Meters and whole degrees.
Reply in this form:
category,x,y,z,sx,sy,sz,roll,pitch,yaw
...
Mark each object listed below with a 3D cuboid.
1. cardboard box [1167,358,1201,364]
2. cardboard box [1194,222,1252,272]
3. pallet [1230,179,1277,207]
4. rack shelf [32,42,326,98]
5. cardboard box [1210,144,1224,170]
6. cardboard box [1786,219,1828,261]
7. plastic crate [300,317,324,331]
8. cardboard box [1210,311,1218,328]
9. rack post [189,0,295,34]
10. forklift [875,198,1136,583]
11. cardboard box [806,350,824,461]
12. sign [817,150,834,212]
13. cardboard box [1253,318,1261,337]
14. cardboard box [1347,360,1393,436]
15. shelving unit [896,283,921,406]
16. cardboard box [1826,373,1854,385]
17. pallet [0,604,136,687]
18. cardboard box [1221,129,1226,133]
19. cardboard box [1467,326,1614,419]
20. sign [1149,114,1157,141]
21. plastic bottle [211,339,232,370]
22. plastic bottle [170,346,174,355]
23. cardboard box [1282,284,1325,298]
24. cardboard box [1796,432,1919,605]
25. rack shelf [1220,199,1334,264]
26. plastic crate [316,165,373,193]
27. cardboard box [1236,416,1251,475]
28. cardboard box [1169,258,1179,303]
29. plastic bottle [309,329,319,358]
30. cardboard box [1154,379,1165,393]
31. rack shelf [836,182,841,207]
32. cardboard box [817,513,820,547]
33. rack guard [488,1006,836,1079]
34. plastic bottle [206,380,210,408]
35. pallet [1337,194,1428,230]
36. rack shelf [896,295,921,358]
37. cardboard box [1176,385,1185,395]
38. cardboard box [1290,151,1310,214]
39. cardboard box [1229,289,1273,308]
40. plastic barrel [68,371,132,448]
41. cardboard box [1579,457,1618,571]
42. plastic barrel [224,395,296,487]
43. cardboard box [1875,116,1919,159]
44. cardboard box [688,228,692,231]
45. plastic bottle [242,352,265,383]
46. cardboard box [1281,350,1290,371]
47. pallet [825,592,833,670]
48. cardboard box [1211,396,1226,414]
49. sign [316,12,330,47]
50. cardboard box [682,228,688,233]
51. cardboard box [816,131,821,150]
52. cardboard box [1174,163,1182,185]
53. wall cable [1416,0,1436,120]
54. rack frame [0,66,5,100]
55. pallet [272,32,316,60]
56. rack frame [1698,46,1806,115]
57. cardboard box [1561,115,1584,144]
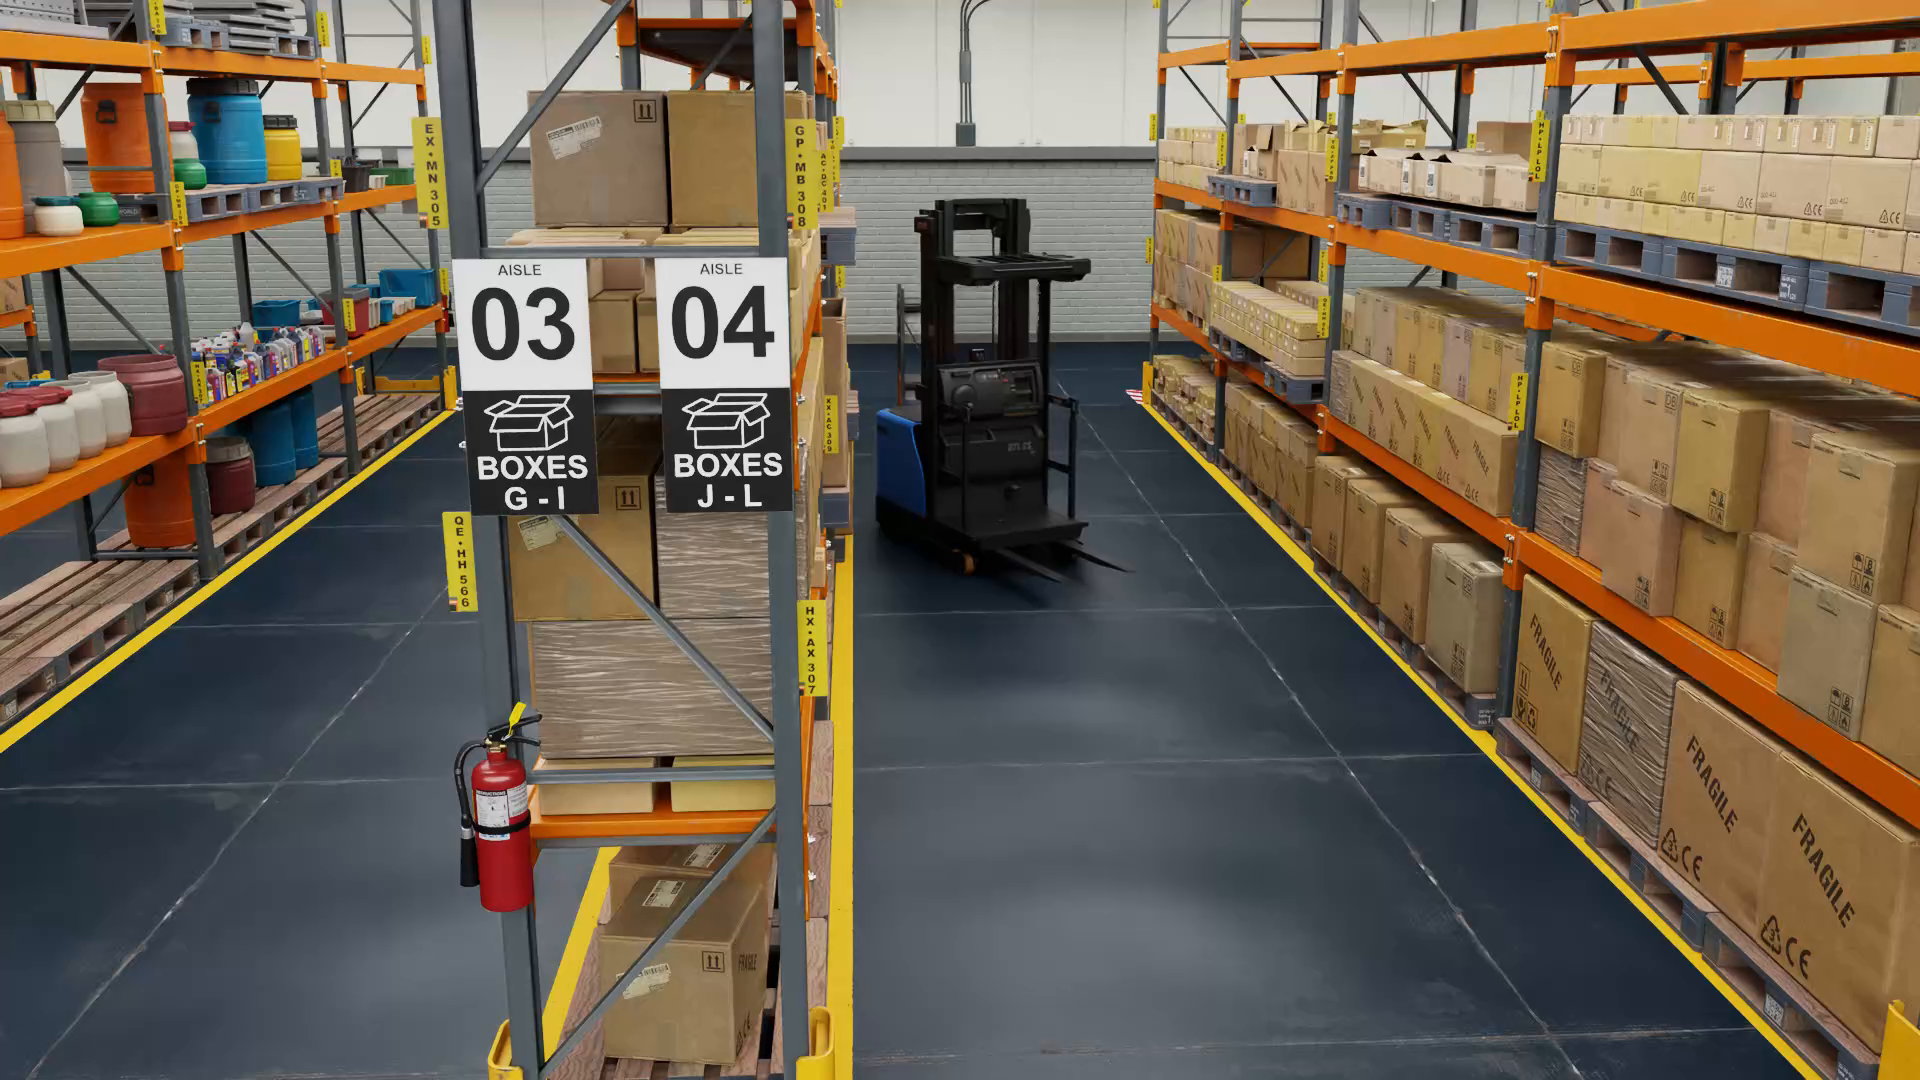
category,x,y,z,sx,sy,sz,roll,pitch,yaw
cardboard box,2.772,-2.159,20.582,0.380,0.149,0.250,-1,14,-2
cardboard box,2.853,-3.173,18.036,0.500,0.500,0.500,-1,14,-5
pallet,3.189,-3.204,15.317,1.213,0.211,1.003,-1,14,-3
rack shelf,-6.587,-3.994,14.235,1.077,0.370,4.000,-1,14,-3
cardboard box,2.907,-3.989,17.287,0.500,0.250,0.500,-2,15,-6
cardboard box,3.511,-1.185,6.552,0.380,0.149,0.250,-1,14,-4
plastic crate,-7.048,-2.298,17.869,0.437,0.125,0.590,-1,14,-3
cardboard box,2.755,-2.232,16.844,0.380,0.149,0.250,-2,15,-6
rack post,-6.690,-4.786,15.222,0.937,0.300,0.954,-1,14,-4
forklift,0.362,-1.264,13.557,1.130,2.935,3.031,-7,16,-26
cardboard box,-0.937,-0.659,8.265,0.500,0.500,0.500,-1,14,-3
sign,-0.730,-1.928,8.942,0.100,0.325,0.005,-1,14,-3
cardboard box,2.870,-1.923,15.045,0.380,0.149,0.250,-1,14,-2
cardboard box,3.230,-1.067,12.453,0.500,0.500,0.500,-1,14,-4
shelving unit,-0.354,-1.285,15.304,0.431,2.100,0.503,-1,14,-5
cardboard box,8.034,-1.538,14.786,0.500,0.250,0.500,-1,14,-2
pallet,-6.381,0.714,11.329,1.003,0.211,1.213,-1,14,-3
cardboard box,2.897,-4.144,17.092,0.380,0.149,0.250,-2,15,-6
cardboard box,3.615,-1.050,10.380,0.700,0.500,0.500,-1,14,-4
sign,2.400,-5.118,20.624,0.100,0.325,0.005,-1,14,-3
plastic bottle,-6.853,-1.719,15.435,0.152,0.276,0.135,-1,14,-3
plastic bottle,-6.972,-1.607,14.850,0.144,0.351,0.185,-1,14,-3
cardboard box,3.427,-2.462,16.542,0.380,0.149,0.250,-1,14,-5
cardboard box,3.823,-0.095,6.408,0.875,0.550,0.550,-1,14,-3
rack shelf,3.314,-2.862,15.056,1.077,0.370,4.000,-1,14,-3
plastic crate,-6.514,-3.830,17.636,0.497,0.269,0.590,-1,14,-3
cardboard box,3.005,-0.929,16.291,0.500,0.500,0.500,0,14,-1
cardboard box,2.770,-3.072,19.649,0.500,0.500,0.500,-1,14,-3
plastic bottle,-6.304,-1.921,16.208,0.061,0.283,0.133,-1,14,-3
cardboard box,2.655,-1.938,20.917,0.380,0.149,0.250,-1,14,-2
rack shelf,-1.891,-3.806,18.722,1.077,0.370,4.000,-1,14,-3
cardboard box,-0.965,-0.044,9.181,0.380,0.149,0.250,-1,14,-3
rack guard,-1.028,1.972,5.859,1.175,0.500,0.348,-1,14,-3
plastic bottle,-6.147,-1.212,13.477,0.097,0.271,0.097,0,14,0
pallet,3.530,-2.463,12.437,1.213,0.211,1.003,0,14,-1
rack shelf,-0.355,-1.949,15.133,0.431,0.518,0.480,-1,14,-5
cardboard box,2.801,-1.824,19.879,0.380,0.149,0.250,-2,15,-6
cardboard box,3.105,-3.024,14.040,0.500,0.500,0.500,-1,14,-3
cardboard box,2.805,-2.325,16.011,0.380,0.149,0.250,-1,14,-4
plastic barrel,-6.186,-0.934,11.914,0.421,0.512,0.421,0,14,0
cardboard box,3.777,-0.111,8.635,0.875,0.550,0.550,-1,14,-3
plastic barrel,-6.650,-1.003,15.774,0.600,0.901,0.708,-1,14,-3
cardboard box,3.544,-1.445,5.962,0.380,0.149,0.250,-1,14,-3
cardboard box,-0.918,-1.250,6.847,0.380,0.149,0.250,-1,14,-4
plastic bottle,-6.253,-1.530,14.703,0.152,0.276,0.135,-1,14,-3
cardboard box,2.935,-1.520,14.075,0.380,0.149,0.250,-1,14,-4
pallet,-1.400,0.638,11.622,1.003,0.211,1.213,-1,14,-3
cardboard box,2.908,-1.451,17.830,0.380,0.149,0.250,0,14,-2
sign,-6.161,-4.940,16.086,0.100,0.325,0.005,-1,14,-3
cardboard box,-1.420,-1.509,7.851,0.380,0.149,0.250,0,14,-2
cardboard box,-1.261,-2.273,10.272,0.797,0.503,0.637,0,14,-1
cardboard box,2.788,-4.256,19.329,0.500,0.250,0.500,-1,14,-5
wall cable,7.242,-7.668,26.268,0.463,3.000,0.029,-1,14,-3
rack frame,-11.902,-5.952,19.601,1.000,3.000,0.127,-1,14,-3
pallet,-6.629,-4.543,15.304,1.003,0.211,1.213,-1,14,-3
rack frame,8.124,-5.262,16.920,1.000,3.000,0.127,-1,14,-3
cardboard box,3.369,-2.139,8.661,0.380,0.149,0.250,-1,14,-3
